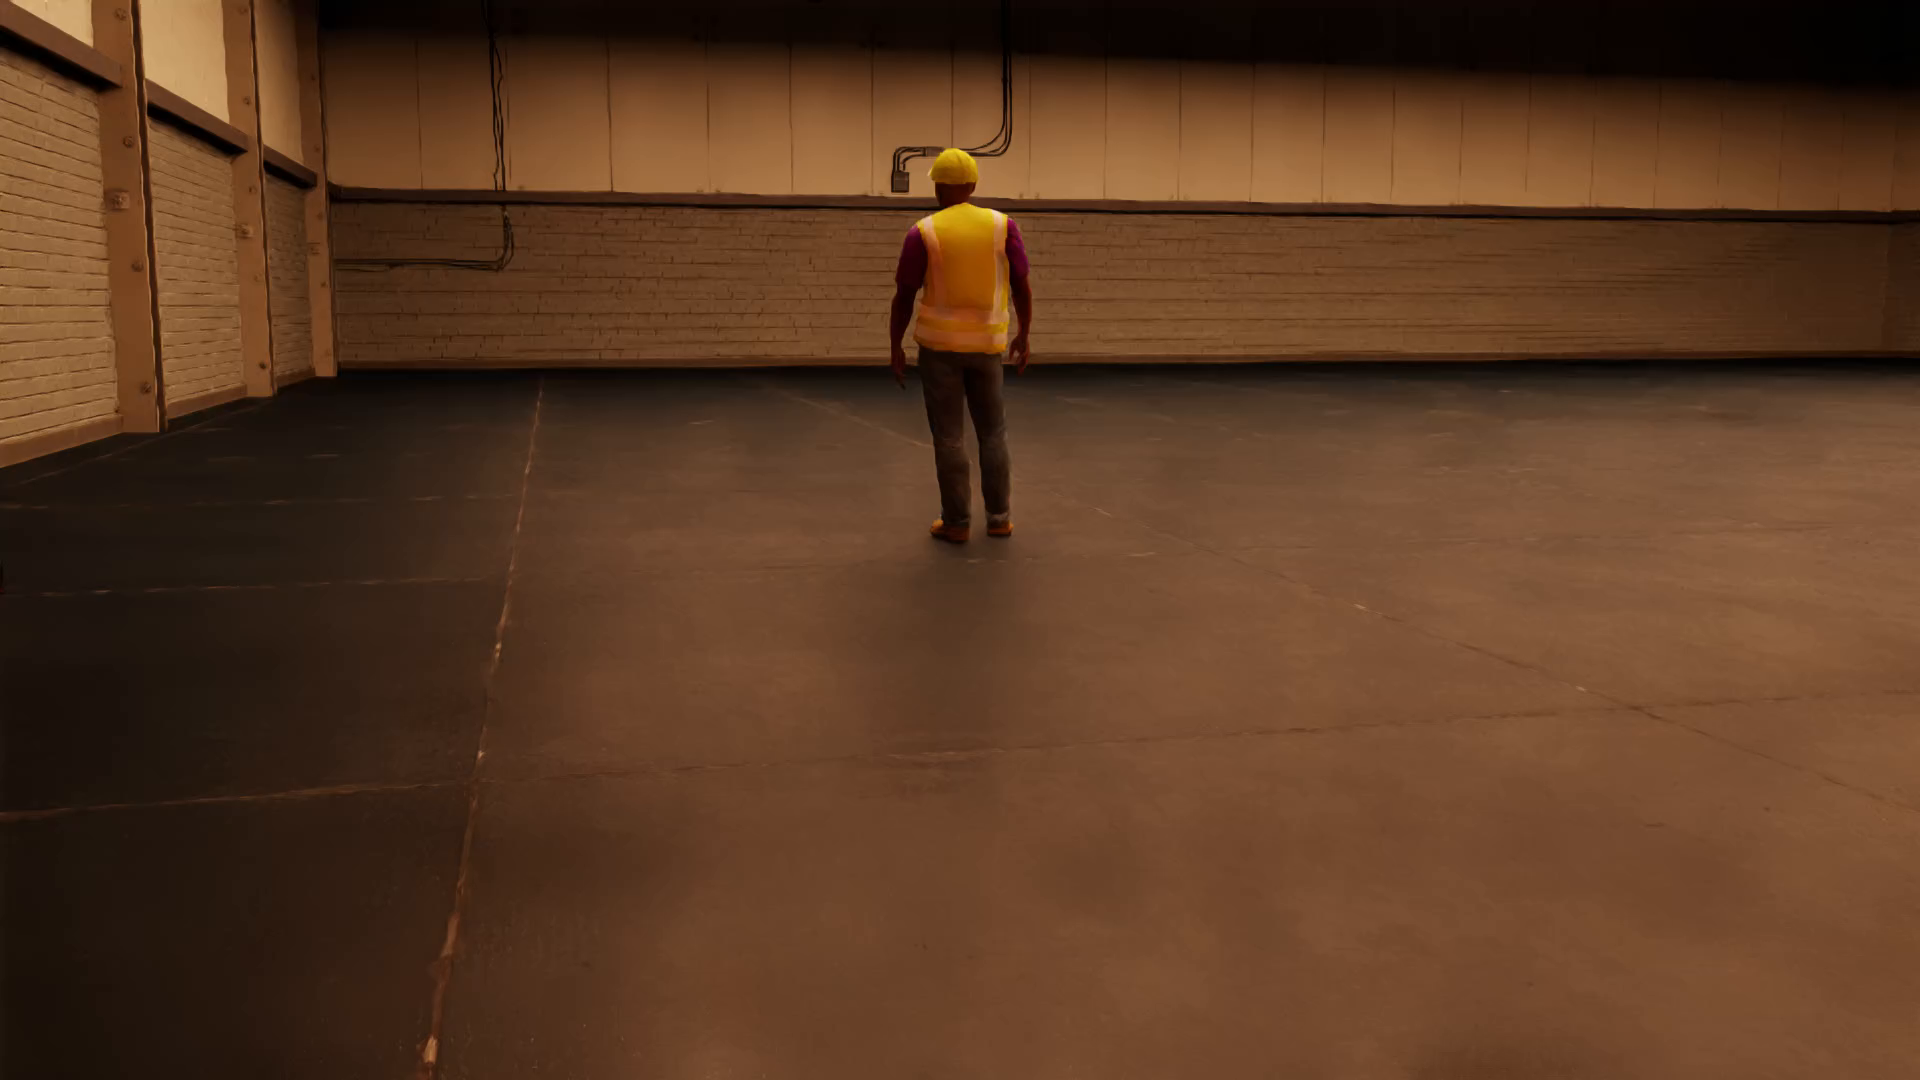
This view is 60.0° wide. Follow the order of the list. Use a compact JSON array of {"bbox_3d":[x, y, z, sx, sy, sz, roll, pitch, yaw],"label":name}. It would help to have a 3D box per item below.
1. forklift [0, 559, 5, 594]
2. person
[{"bbox_3d":[-4.134,-1.217,5.832,1.130,2.935,3.031,-5,10,-33],"label":"forklift"},{"bbox_3d":[0.007,-0.910,7.572,0.665,1.707,0.419,-2,8,-13],"label":"person"}]
